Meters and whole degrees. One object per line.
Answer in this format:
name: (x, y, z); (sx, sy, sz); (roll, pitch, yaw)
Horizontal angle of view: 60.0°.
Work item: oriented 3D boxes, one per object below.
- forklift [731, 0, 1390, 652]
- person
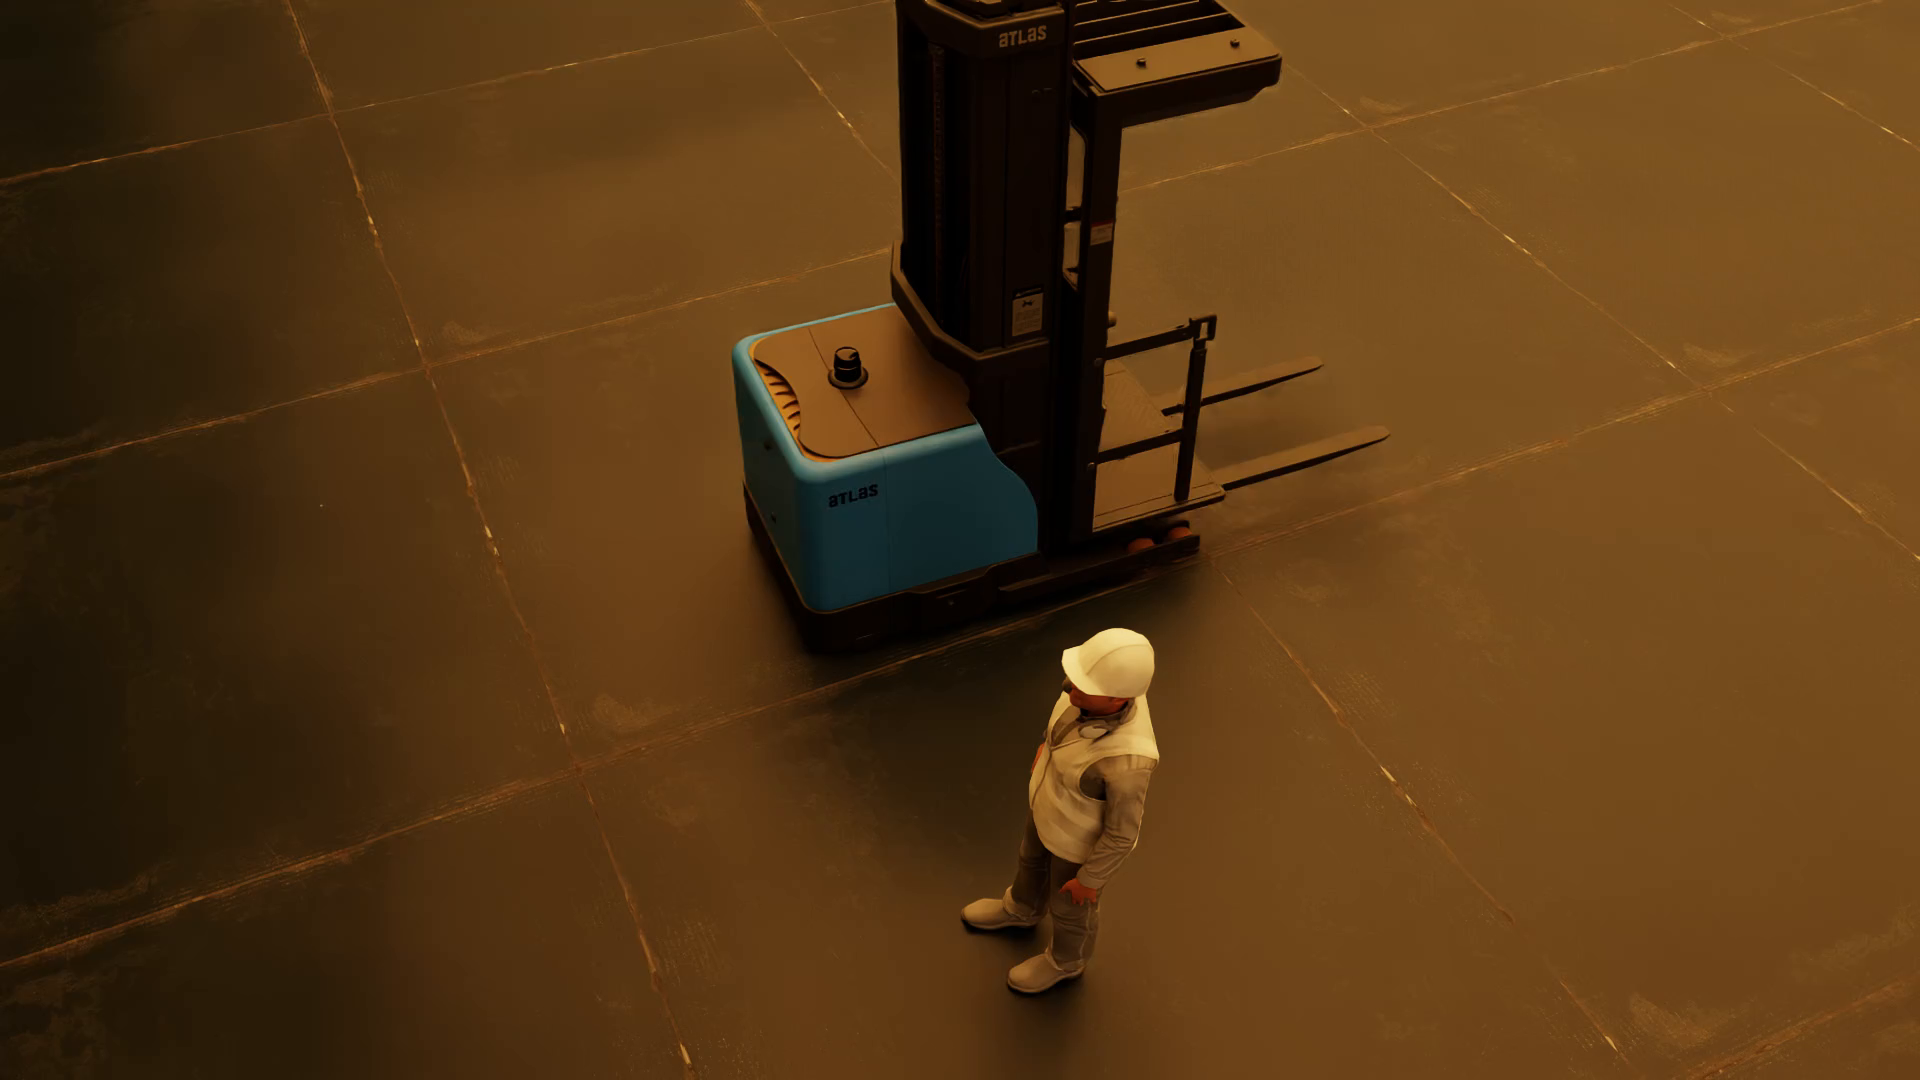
forklift: (0.562, -1.236, 7.005); (3.031, 2.935, 1.130); (-16, 45, -16)
person: (0.329, 0.923, 5.529); (0.569, 1.774, 0.627); (-7, 43, -7)
